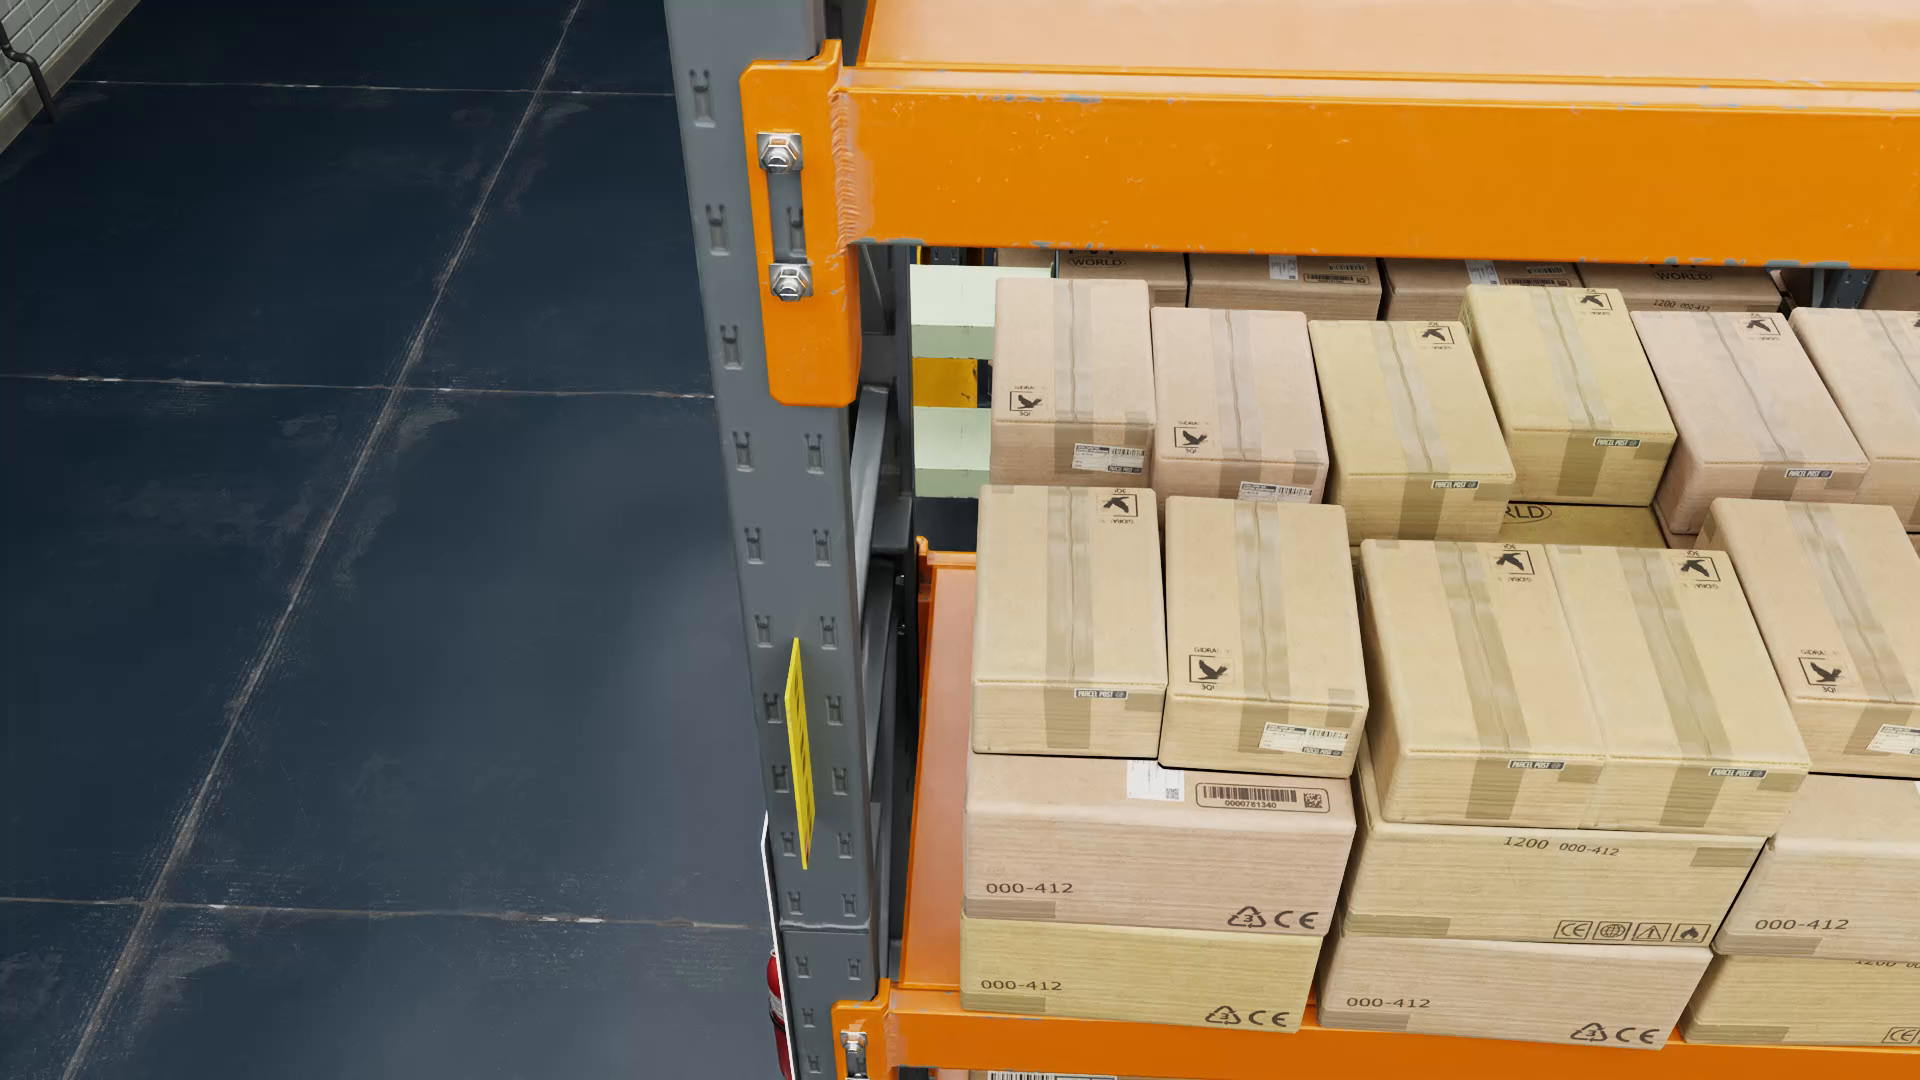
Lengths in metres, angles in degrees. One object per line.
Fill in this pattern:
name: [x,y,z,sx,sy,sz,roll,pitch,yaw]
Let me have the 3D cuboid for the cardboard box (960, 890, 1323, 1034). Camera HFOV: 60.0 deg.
cardboard box: [0.269,0.455,2.556,0.500,0.250,0.500,3,43,3]

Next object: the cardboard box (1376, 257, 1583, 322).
cardboard box: [2.433,-1.277,8.077,0.875,0.438,0.875,1,43,1]

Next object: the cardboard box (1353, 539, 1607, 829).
cardboard box: [0.667,0.181,2.190,0.250,0.149,0.380,2,43,2]

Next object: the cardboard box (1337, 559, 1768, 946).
cardboard box: [0.781,0.290,2.366,0.500,0.250,0.500,1,43,1]

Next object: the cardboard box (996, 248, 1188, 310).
cardboard box: [0.618,-1.328,8.132,0.875,0.438,0.875,0,43,0]

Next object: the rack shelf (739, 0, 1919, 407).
rack shelf: [1.830,-0.560,1.864,4.000,0.370,1.077,2,43,2]

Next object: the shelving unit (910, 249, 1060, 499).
shelving unit: [0.007,-0.549,6.824,0.755,1.500,0.431,2,43,2]

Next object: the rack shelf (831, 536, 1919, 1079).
rack shelf: [1.830,0.537,2.886,4.000,0.370,1.077,2,43,2]

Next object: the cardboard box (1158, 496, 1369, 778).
cardboard box: [0.399,0.123,2.253,0.250,0.149,0.380,3,43,4]

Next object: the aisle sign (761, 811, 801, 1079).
aisle sign: [-0.254,0.560,2.626,0.004,0.787,0.394,2,43,2]

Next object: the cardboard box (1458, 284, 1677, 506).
cardboard box: [0.945,-0.236,2.638,0.250,0.149,0.380,2,43,3]

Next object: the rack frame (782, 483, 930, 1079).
rack frame: [-0.168,1.310,3.729,0.127,3.000,1.000,2,43,2]

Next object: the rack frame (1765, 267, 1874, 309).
rack frame: [3.950,-1.941,7.219,0.127,3.000,1.000,2,43,2]

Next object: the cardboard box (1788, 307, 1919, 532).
cardboard box: [1.456,-0.191,2.590,0.250,0.149,0.380,3,43,3]

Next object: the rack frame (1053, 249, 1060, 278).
rack frame: [0.372,-0.537,6.812,0.023,1.500,0.400,2,43,2]

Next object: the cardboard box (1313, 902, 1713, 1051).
cardboard box: [0.795,0.474,2.535,0.500,0.250,0.500,3,43,3]

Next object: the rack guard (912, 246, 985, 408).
rack guard: [-0.070,-1.150,8.203,0.348,0.500,1.175,2,43,2]

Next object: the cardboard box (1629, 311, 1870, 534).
cardboard box: [1.195,-0.187,2.585,0.250,0.149,0.380,1,43,1]

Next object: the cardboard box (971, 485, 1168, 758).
cardboard box: [0.146,0.103,2.274,0.250,0.149,0.380,1,43,2]

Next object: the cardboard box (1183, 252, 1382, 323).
cardboard box: [1.533,-1.306,8.108,0.875,0.438,0.875,3,43,3]

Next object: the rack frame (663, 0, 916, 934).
rack frame: [-0.168,-0.885,1.684,0.127,3.000,1.000,2,43,2]

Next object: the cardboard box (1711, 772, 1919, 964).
cardboard box: [1.285,0.313,2.341,0.500,0.250,0.500,2,43,2]

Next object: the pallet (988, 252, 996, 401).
pallet: [0.757,-1.072,8.332,1.213,0.211,1.003,2,43,2]

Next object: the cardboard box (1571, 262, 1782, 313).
cardboard box: [3.328,-1.250,8.048,0.875,0.438,0.875,1,43,1]

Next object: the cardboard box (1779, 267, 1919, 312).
cardboard box: [4.573,-1.353,7.838,0.875,0.875,0.875,3,43,3]

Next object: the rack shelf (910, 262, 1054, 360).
rack shelf: [0.007,-0.834,6.558,0.720,0.370,0.431,2,43,2]

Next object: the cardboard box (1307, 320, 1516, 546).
cardboard box: [0.676,-0.170,2.567,0.250,0.149,0.380,1,43,1]

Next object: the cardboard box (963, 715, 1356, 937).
cardboard box: [0.269,0.275,2.382,0.500,0.250,0.500,2,43,3]

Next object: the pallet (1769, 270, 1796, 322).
pallet: [4.724,-0.949,8.199,1.213,0.211,1.003,2,43,2]

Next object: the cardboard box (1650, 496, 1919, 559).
cardboard box: [1.326,-0.043,2.723,0.500,0.250,0.500,2,43,3]

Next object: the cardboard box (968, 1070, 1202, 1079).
cardboard box: [0.269,0.993,3.044,0.500,0.500,0.500,2,43,2]

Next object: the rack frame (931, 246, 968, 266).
rack frame: [-0.046,-2.064,7.350,0.127,3.000,1.000,2,43,2]

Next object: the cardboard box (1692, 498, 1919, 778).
cardboard box: [1.172,0.125,2.250,0.250,0.149,0.380,3,43,3]

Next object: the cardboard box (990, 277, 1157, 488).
cardboard box: [0.178,-0.252,2.655,0.250,0.149,0.380,1,43,2]

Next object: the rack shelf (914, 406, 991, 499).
rack shelf: [0.007,-0.310,7.046,0.720,0.370,0.431,2,43,2]

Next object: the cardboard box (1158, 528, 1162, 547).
cardboard box: [0.304,-0.075,2.758,0.500,0.250,0.500,1,43,1]

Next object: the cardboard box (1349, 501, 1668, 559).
cardboard box: [0.815,-0.060,2.742,0.500,0.250,0.500,1,43,1]

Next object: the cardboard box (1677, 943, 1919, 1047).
cardboard box: [1.310,0.481,2.528,0.500,0.250,0.500,0,43,1]

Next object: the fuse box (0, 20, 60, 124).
fuse box: [-5.439,-3.176,9.489,0.414,1.711,0.539,2,43,2]

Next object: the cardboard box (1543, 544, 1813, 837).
cardboard box: [0.910,0.189,2.182,0.250,0.149,0.380,2,43,2]

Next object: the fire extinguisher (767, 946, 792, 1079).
fire extinguisher: [-0.399,1.152,4.228,0.183,0.674,0.296,2,43,2]

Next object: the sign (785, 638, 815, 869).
sign: [-0.192,0.262,2.012,0.005,0.325,0.100,2,43,2]

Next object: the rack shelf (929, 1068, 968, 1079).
rack shelf: [1.830,1.634,3.908,4.000,0.370,1.077,2,43,2]

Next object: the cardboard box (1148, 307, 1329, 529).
cardboard box: [0.420,-0.192,2.591,0.250,0.149,0.380,2,43,3]
